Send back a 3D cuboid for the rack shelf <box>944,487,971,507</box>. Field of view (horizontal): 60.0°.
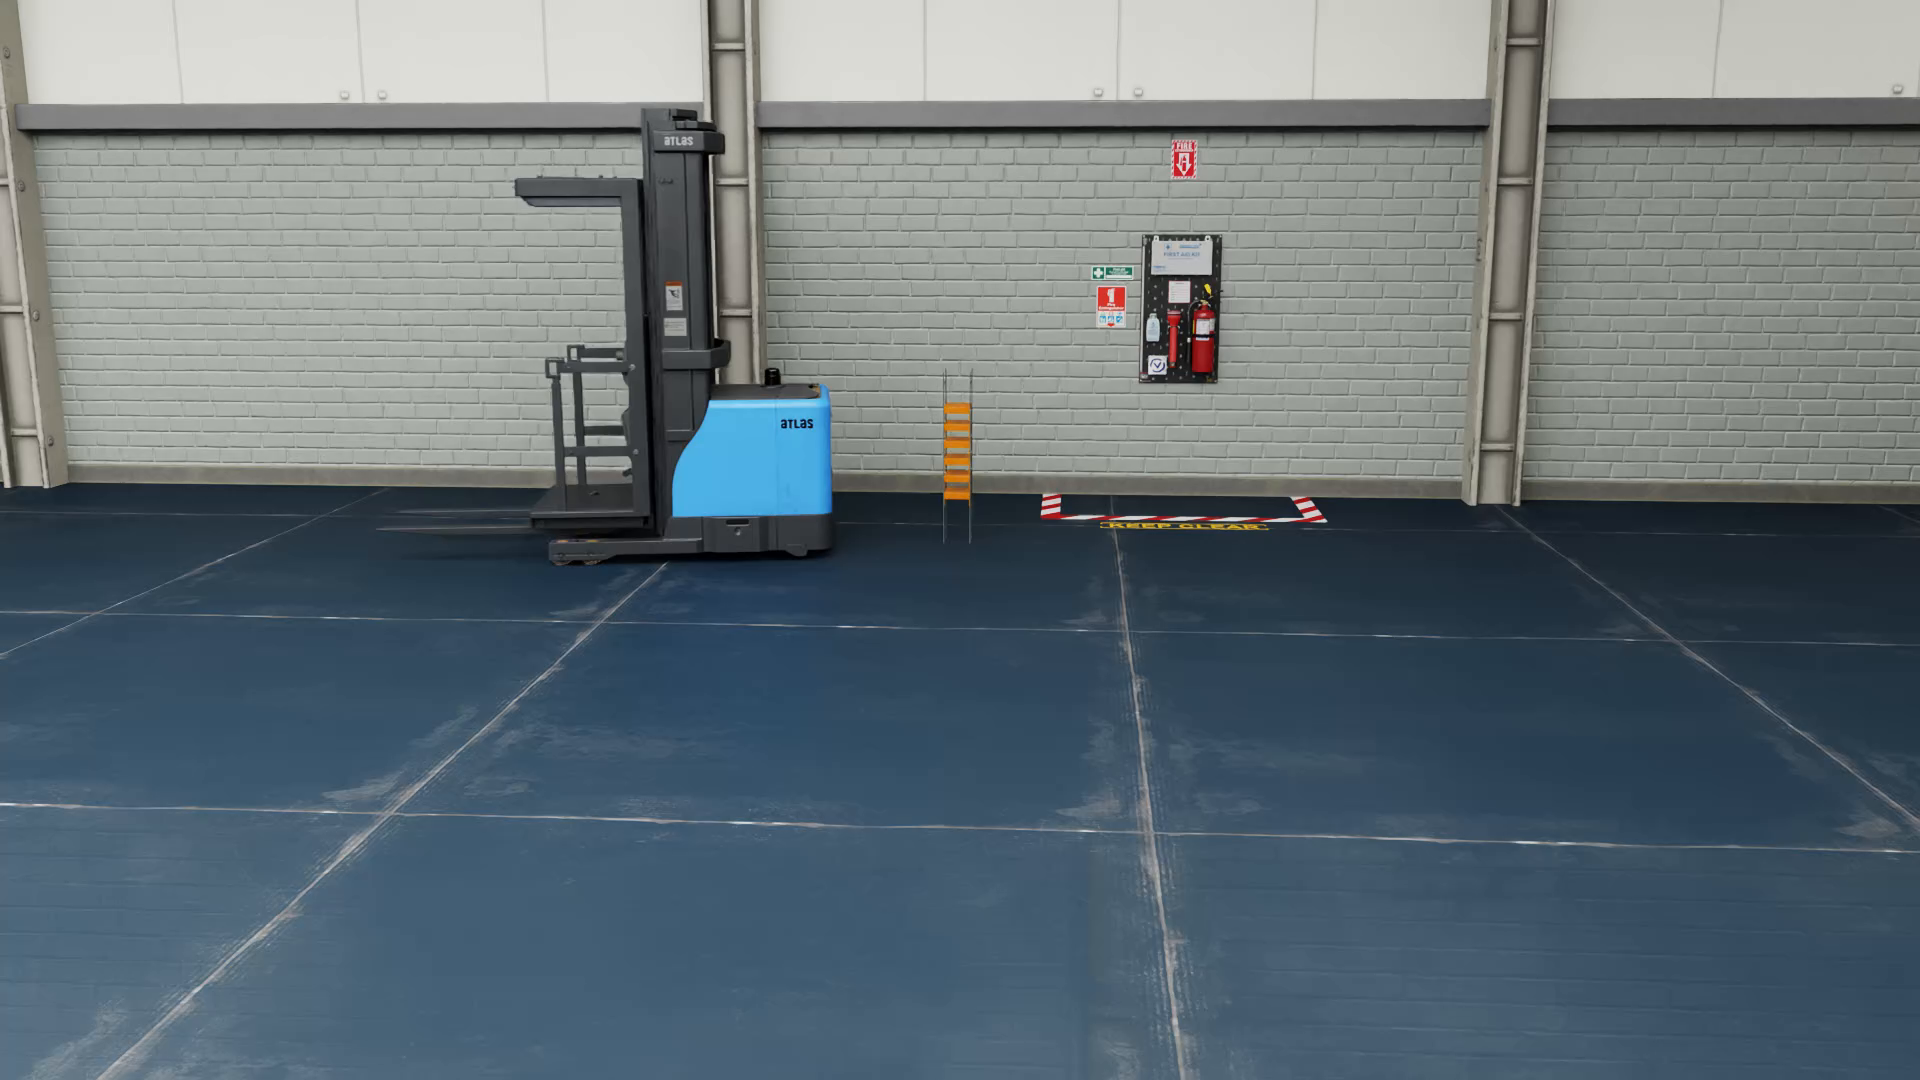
[{"bbox_3d":[-0.014,-0.309,11.704,0.180,0.103,0.258,1,12,4],"label":"rack shelf"}]

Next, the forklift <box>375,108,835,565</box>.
[{"bbox_3d":[-2.392,-1.380,11.206,3.031,2.935,1.130,-1,12,-5],"label":"forklift"}]

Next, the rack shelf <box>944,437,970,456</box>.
[{"bbox_3d":[-0.014,-0.661,11.631,0.180,0.103,0.258,1,12,4],"label":"rack shelf"}]

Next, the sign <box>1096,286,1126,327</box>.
[{"bbox_3d":[1.204,-1.858,13.235,0.234,0.329,0.001,1,12,4],"label":"sign"}]

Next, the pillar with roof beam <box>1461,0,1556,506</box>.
[{"bbox_3d":[3.924,-3.827,8.084,0.400,9.000,9.100,1,12,4],"label":"pillar with roof beam"}]

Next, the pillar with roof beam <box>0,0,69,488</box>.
[{"bbox_3d":[-8.049,-3.991,8.869,0.400,9.000,9.100,1,12,4],"label":"pillar with roof beam"}]

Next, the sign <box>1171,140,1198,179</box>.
[{"bbox_3d":[1.747,-2.967,12.962,0.199,0.298,0.001,1,12,4],"label":"sign"}]

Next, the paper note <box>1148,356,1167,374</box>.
[{"bbox_3d":[1.576,-1.397,13.271,0.142,0.148,0.016,1,12,4],"label":"paper note"}]

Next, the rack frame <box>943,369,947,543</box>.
[{"bbox_3d":[-0.106,-0.589,11.652,0.006,1.200,0.240,1,12,4],"label":"rack frame"}]

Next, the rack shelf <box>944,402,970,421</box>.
[{"bbox_3d":[-0.014,-0.896,11.582,0.180,0.103,0.258,1,12,4],"label":"rack shelf"}]

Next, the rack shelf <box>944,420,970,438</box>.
[{"bbox_3d":[-0.014,-0.779,11.606,0.180,0.103,0.258,1,12,4],"label":"rack shelf"}]

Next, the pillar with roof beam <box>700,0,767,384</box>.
[{"bbox_3d":[-2.063,-3.909,8.477,0.400,9.000,9.100,1,12,4],"label":"pillar with roof beam"}]

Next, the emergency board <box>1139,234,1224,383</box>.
[{"bbox_3d":[1.748,-1.811,13.102,0.643,1.169,0.194,1,12,4],"label":"emergency board"}]

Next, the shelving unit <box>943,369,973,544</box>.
[{"bbox_3d":[-0.014,-0.587,11.646,0.189,1.200,0.258,1,12,4],"label":"shelving unit"}]

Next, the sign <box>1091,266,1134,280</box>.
[{"bbox_3d":[1.208,-2.115,13.172,0.331,0.109,0.001,1,12,4],"label":"sign"}]

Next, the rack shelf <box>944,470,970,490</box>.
[{"bbox_3d":[-0.014,-0.427,11.680,0.180,0.103,0.258,1,12,4],"label":"rack shelf"}]

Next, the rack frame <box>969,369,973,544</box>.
[{"bbox_3d":[0.077,-0.586,11.640,0.006,1.200,0.240,1,12,4],"label":"rack frame"}]

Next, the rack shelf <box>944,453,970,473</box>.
[{"bbox_3d":[-0.014,-0.544,11.655,0.180,0.103,0.258,1,12,4],"label":"rack shelf"}]
